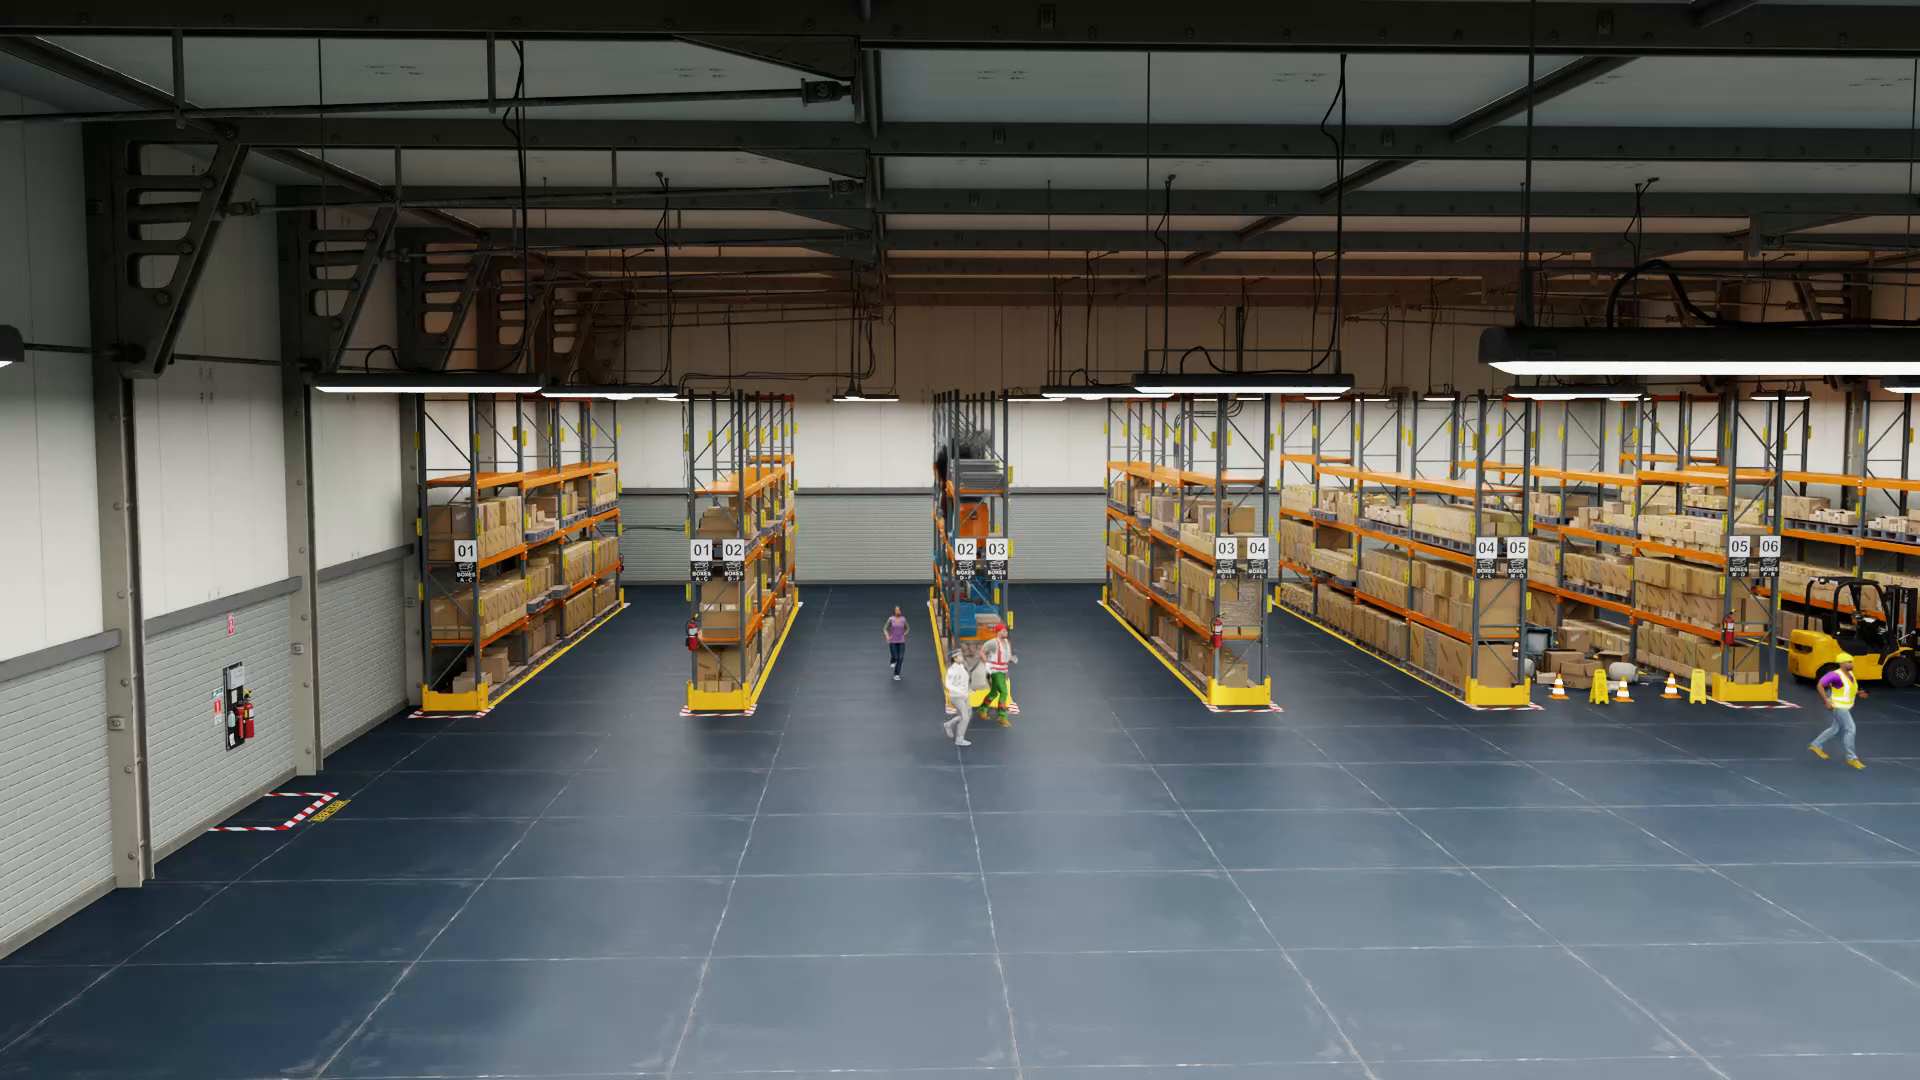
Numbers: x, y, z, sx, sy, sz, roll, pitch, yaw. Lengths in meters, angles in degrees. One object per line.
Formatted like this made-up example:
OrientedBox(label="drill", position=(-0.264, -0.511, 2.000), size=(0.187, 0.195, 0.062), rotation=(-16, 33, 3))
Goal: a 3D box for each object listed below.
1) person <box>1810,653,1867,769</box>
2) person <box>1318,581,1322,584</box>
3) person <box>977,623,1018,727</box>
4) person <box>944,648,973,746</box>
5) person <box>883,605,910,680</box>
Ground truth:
OrientedBox(label="person", position=(14.005, 2.678, 26.441), size=(0.691, 1.789, 0.895), rotation=(-4, 6, -44))
OrientedBox(label="person", position=(10.491, 0.971, 48.684), size=(0.589, 1.534, 0.536), rotation=(4, 6, 39))
OrientedBox(label="person", position=(0.671, 2.396, 29.846), size=(0.791, 1.831, 0.641), rotation=(3, 6, 33))
OrientedBox(label="person", position=(-0.048, 2.621, 27.929), size=(0.579, 1.646, 0.613), rotation=(2, 5, 25))
OrientedBox(label="person", position=(-1.308, 2.130, 34.581), size=(0.549, 1.547, 0.556), rotation=(-1, 5, -12))
